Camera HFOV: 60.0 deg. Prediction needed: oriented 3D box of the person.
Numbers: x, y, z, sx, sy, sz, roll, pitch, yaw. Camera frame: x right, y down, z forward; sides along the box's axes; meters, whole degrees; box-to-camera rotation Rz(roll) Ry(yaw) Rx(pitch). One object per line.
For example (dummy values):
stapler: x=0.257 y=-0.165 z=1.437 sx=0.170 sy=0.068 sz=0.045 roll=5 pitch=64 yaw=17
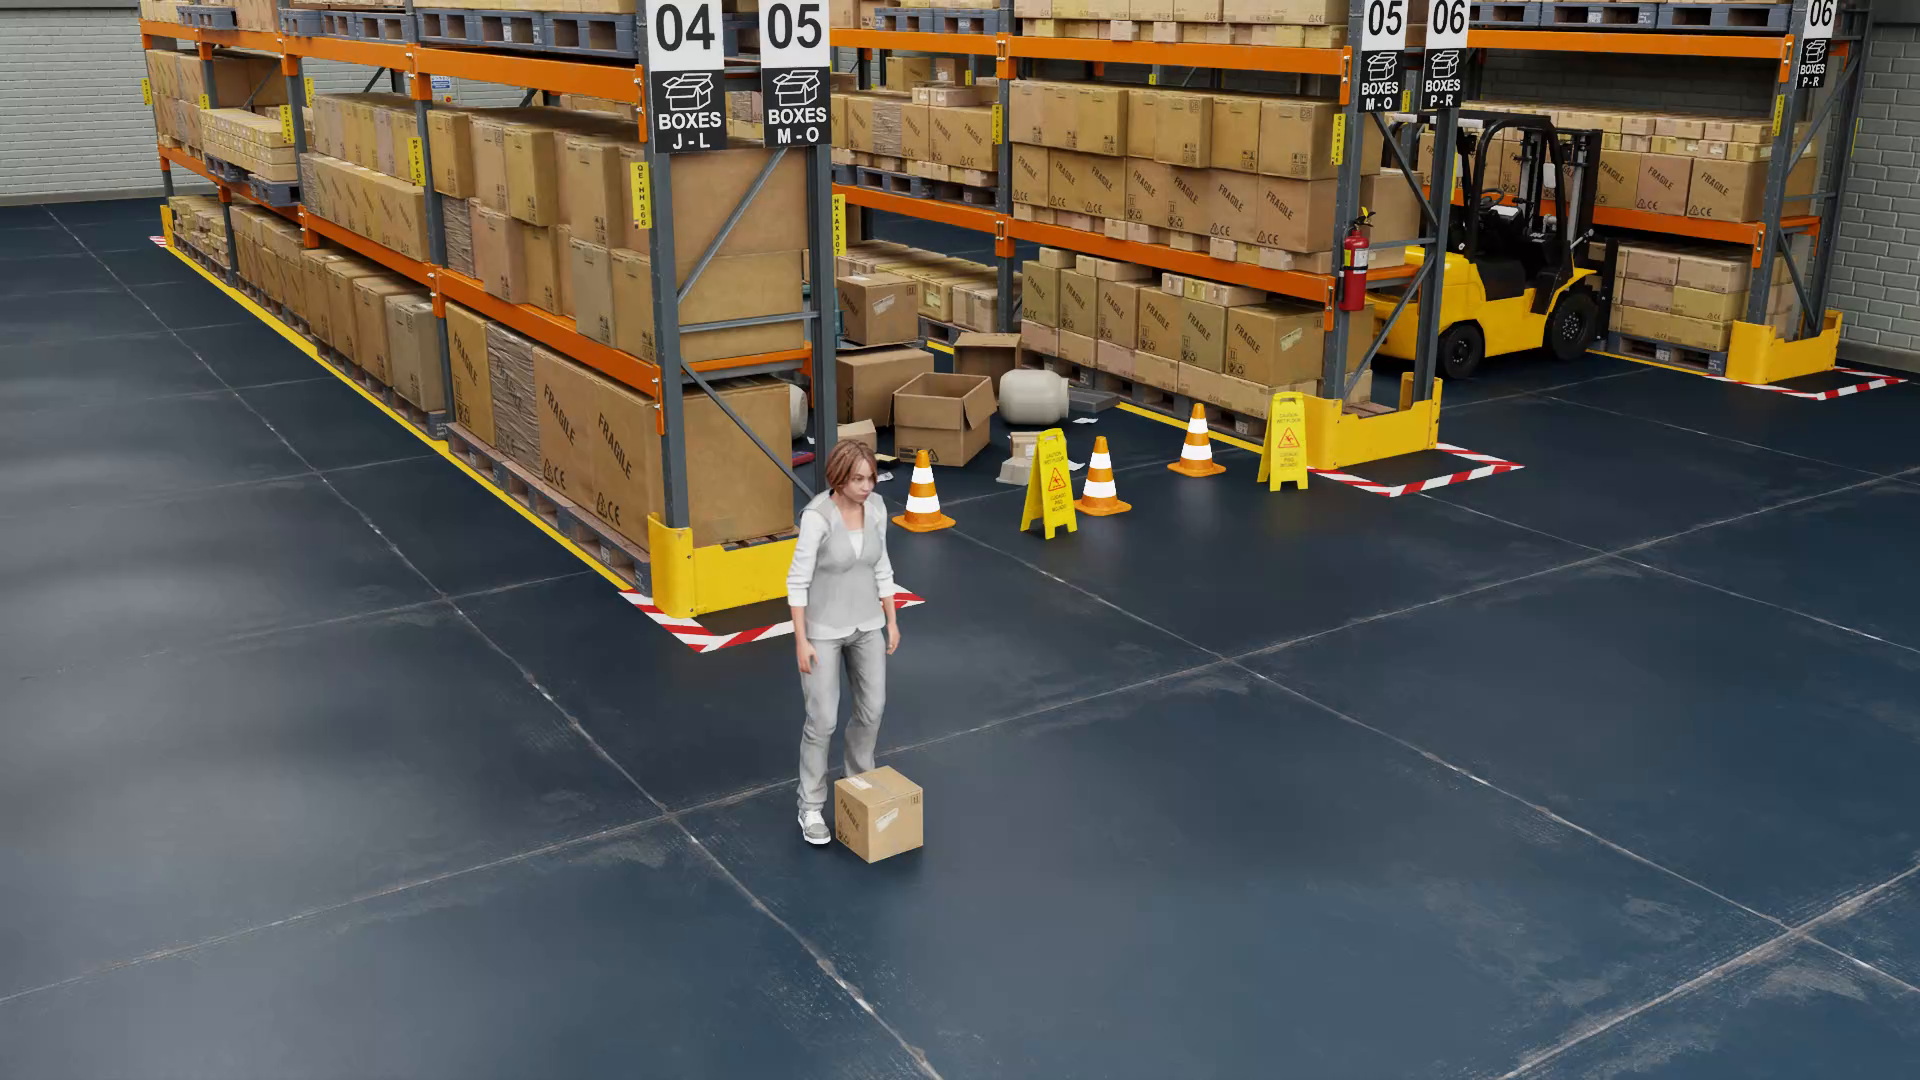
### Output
person: x=-0.450 y=0.371 z=6.459 sx=0.476 sy=1.592 sz=0.348 roll=-12 pitch=22 yaw=-33
